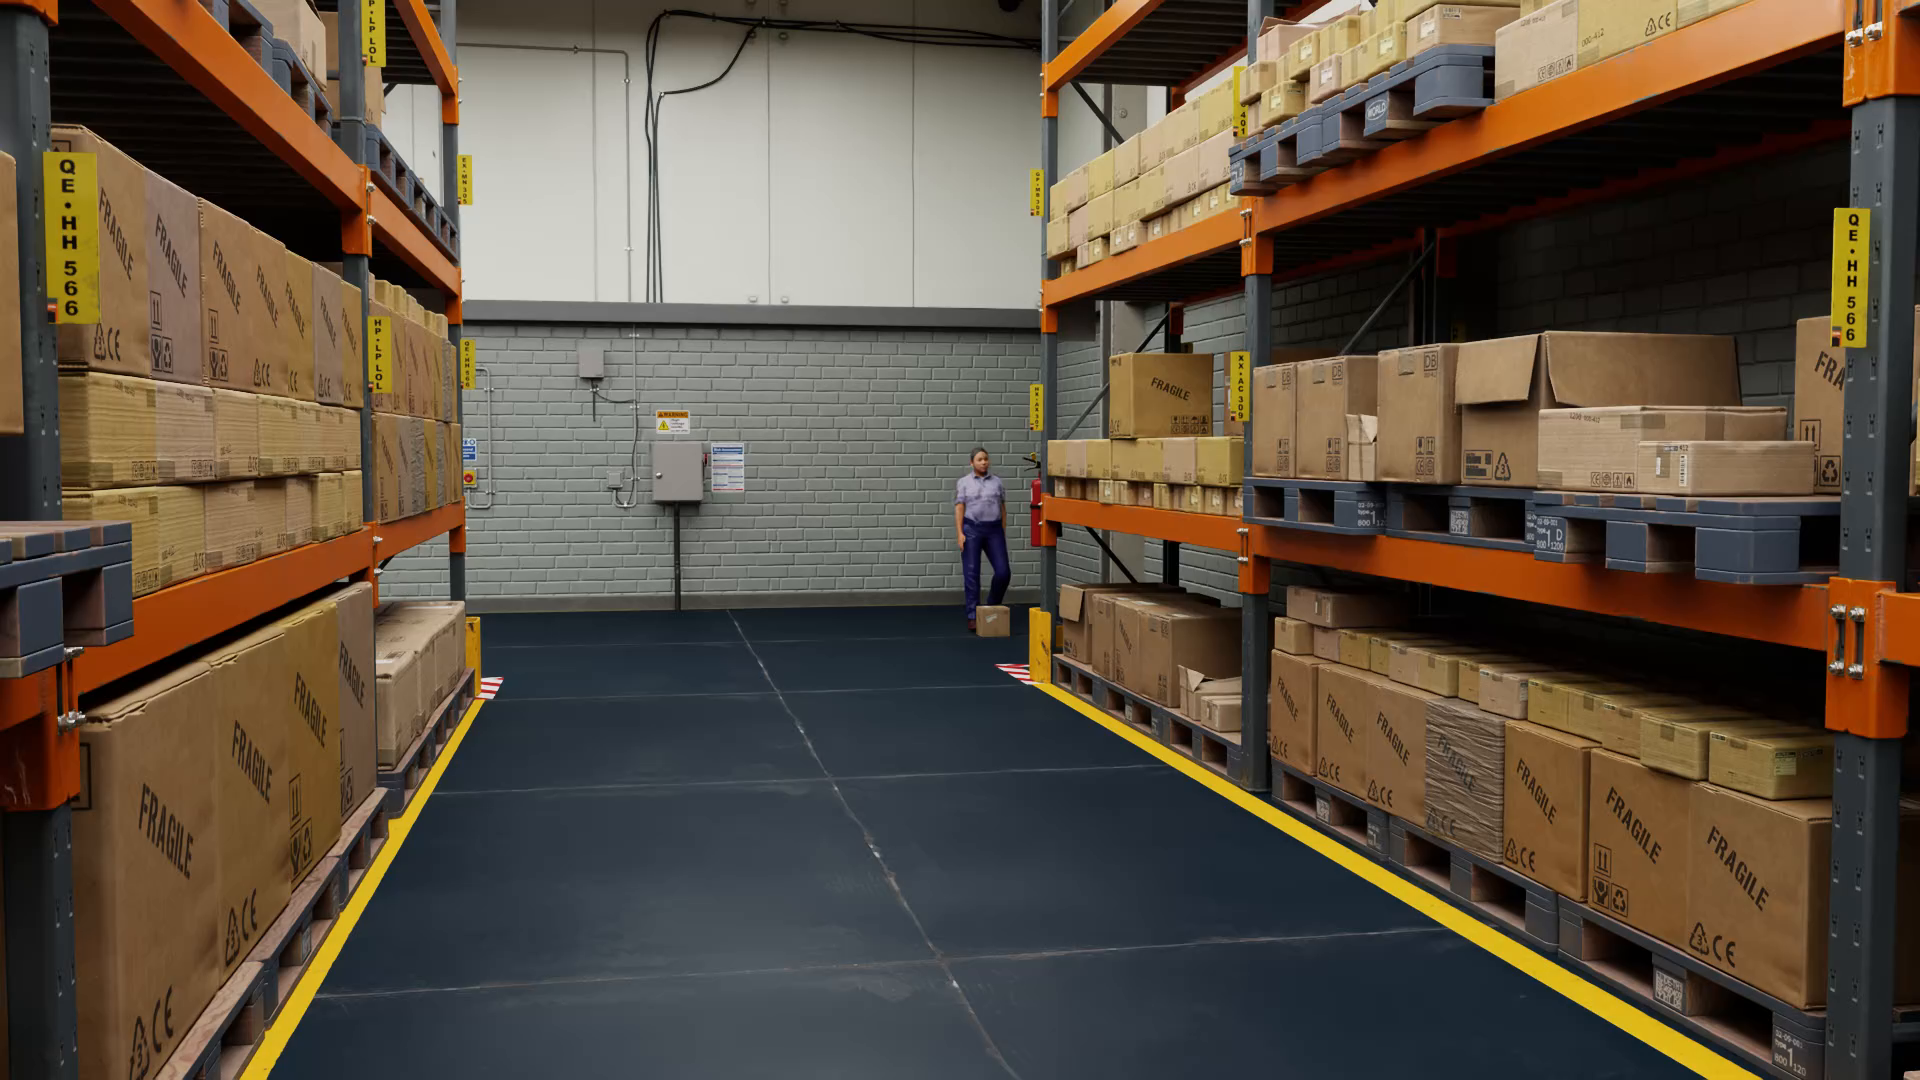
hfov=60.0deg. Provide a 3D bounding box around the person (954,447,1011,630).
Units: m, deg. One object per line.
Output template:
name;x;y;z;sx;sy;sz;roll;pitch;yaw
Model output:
person;0.202;-0.021;15.051;0.497;1.643;0.561;-1;3;-12
